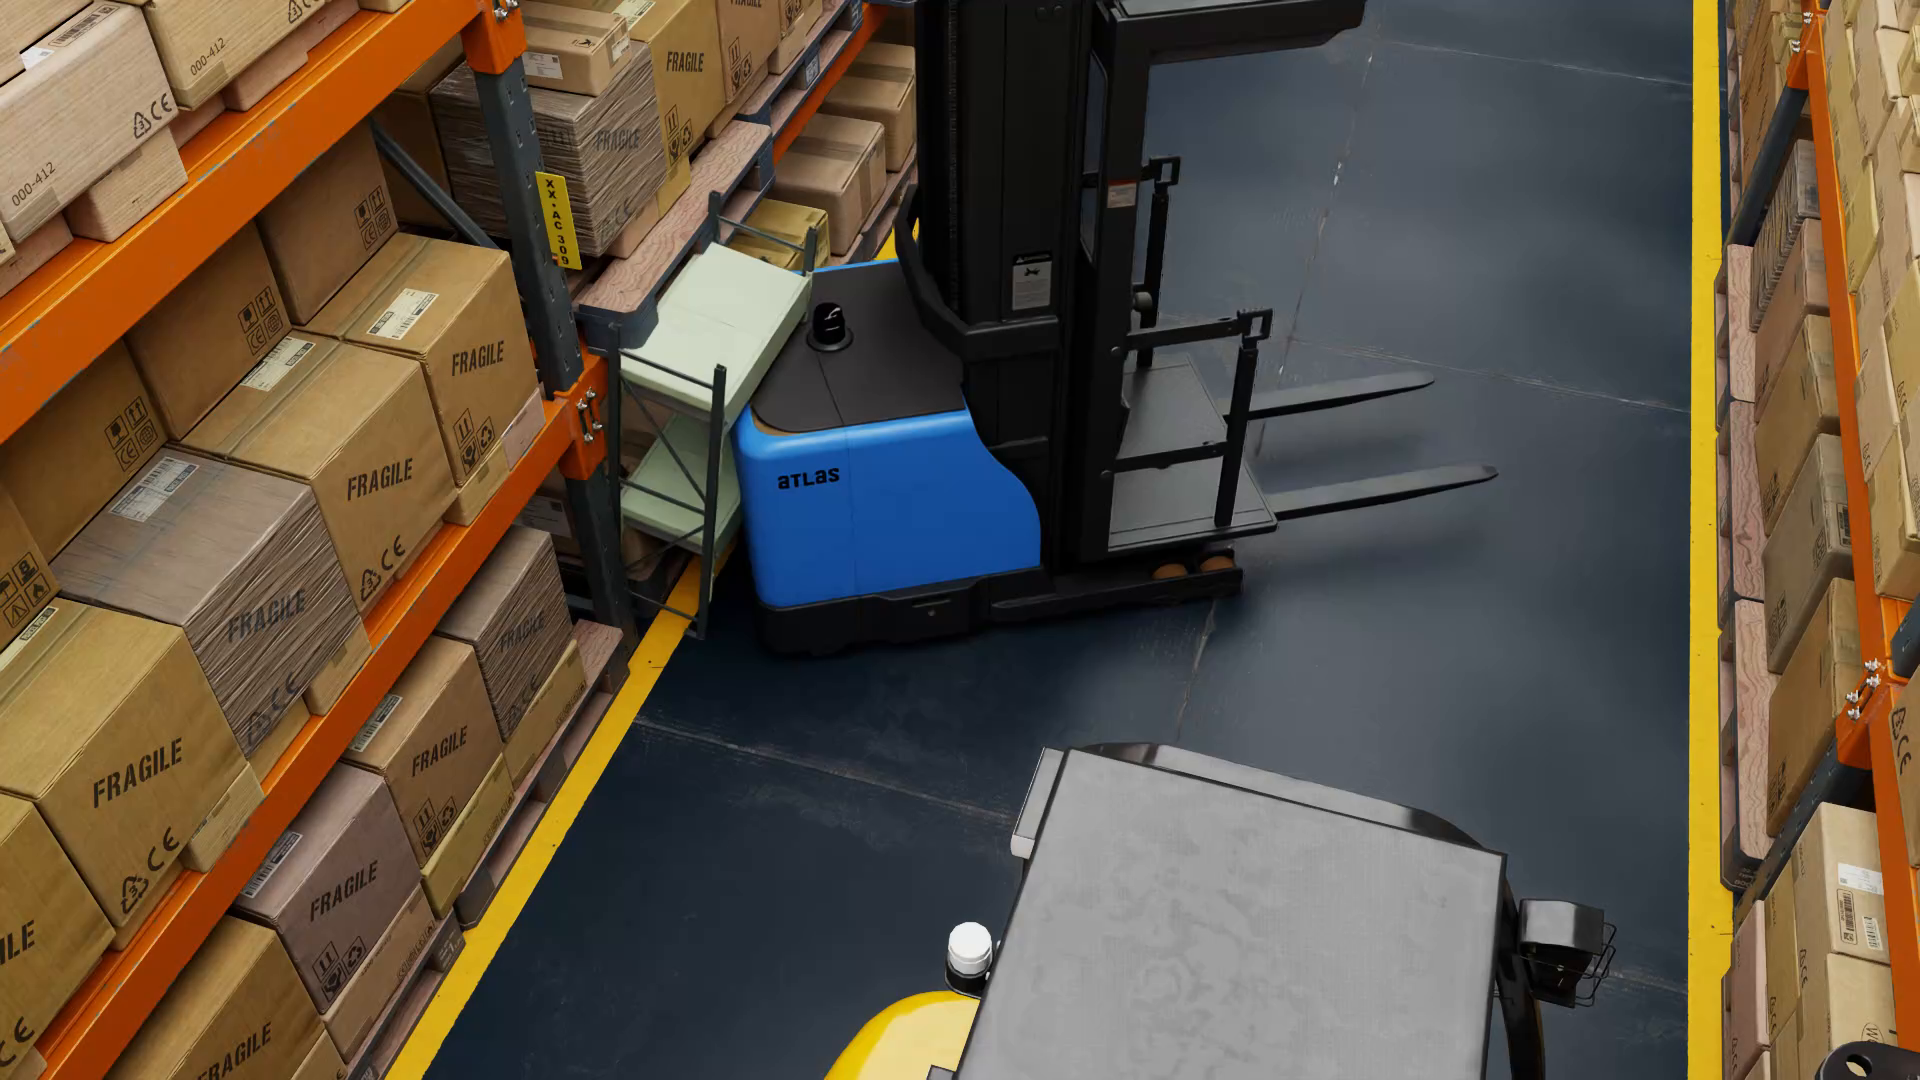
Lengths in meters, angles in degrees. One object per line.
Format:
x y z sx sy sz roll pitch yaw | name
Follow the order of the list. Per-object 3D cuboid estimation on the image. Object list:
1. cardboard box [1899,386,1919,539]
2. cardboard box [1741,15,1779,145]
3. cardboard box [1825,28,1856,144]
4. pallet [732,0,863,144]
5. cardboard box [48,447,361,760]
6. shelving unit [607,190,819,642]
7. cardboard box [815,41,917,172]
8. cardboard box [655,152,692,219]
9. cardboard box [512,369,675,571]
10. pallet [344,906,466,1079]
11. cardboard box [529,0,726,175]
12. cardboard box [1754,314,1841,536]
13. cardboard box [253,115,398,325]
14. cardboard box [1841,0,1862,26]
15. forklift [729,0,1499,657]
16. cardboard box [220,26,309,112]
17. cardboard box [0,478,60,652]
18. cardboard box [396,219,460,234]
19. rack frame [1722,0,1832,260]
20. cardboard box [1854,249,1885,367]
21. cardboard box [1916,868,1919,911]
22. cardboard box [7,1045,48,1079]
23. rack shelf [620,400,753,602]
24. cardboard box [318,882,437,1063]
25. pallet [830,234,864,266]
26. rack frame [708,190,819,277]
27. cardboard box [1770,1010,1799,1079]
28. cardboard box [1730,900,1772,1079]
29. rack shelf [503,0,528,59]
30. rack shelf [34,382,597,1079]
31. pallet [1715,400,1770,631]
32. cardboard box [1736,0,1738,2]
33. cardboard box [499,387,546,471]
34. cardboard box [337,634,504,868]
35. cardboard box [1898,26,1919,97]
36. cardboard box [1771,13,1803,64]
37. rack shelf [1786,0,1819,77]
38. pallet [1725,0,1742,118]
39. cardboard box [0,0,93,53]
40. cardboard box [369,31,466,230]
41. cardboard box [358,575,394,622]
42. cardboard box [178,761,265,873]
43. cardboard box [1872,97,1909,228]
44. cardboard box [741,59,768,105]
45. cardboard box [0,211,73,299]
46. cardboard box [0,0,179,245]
2.919 -0.207 4.566 0.500 0.250 0.500 12 46 12 | cardboard box
4.310 -2.282 8.424 0.500 0.500 0.500 12 46 12 | cardboard box
3.701 -1.735 6.485 0.500 0.250 0.500 12 46 12 | cardboard box
-1.067 -2.019 6.805 1.003 0.211 1.213 13 46 13 | pallet
-1.917 0.149 4.169 0.500 0.500 0.500 14 46 14 | cardboard box
-0.914 -0.406 6.027 0.431 1.500 0.755 21 51 5 | shelving unit
-0.687 -2.252 8.485 0.950 0.372 0.625 10 45 10 | cardboard box
-1.165 -1.275 5.788 0.380 0.149 0.250 13 46 13 | cardboard box
-1.561 -0.310 6.501 0.950 0.372 0.625 13 46 13 | cardboard box
-2.255 1.519 5.047 1.003 0.211 1.213 13 46 13 | pallet
-1.151 -1.627 5.684 0.500 0.500 0.500 13 46 13 | cardboard box
3.629 -0.369 6.380 0.875 0.625 0.625 11 45 11 | cardboard box
-2.057 -1.001 4.629 0.700 0.500 0.500 12 46 12 | cardboard box
3.834 -2.253 6.657 0.500 0.250 0.500 12 46 12 | cardboard box
0.626 -1.147 5.827 3.031 2.935 1.130 -9 45 -9 | forklift
-1.737 -1.131 3.796 0.380 0.149 0.250 13 46 13 | cardboard box
-2.482 0.030 3.575 0.700 0.500 0.500 12 46 12 | cardboard box
-1.825 -1.211 5.722 0.380 0.149 0.250 13 46 13 | cardboard box
4.225 -2.366 7.024 1.000 3.000 0.127 13 46 13 | rack frame
3.244 -0.699 5.427 0.500 0.250 0.500 13 46 13 | cardboard box
2.489 0.855 3.660 0.500 0.500 0.500 13 46 13 | cardboard box
-2.241 1.154 3.605 0.380 0.149 0.250 14 46 14 | cardboard box
-0.966 -0.207 6.280 0.431 0.370 0.720 21 51 5 | rack shelf
-1.951 1.230 5.014 0.500 0.250 0.500 13 46 13 | cardboard box
-1.116 -1.088 7.710 1.003 0.211 1.213 13 46 13 | pallet
-0.790 -0.664 6.256 0.400 1.500 0.023 21 51 5 | rack frame
2.423 1.547 4.333 0.500 0.250 0.500 12 46 12 | cardboard box
2.552 1.385 4.856 0.500 0.250 0.500 13 46 13 | cardboard box
-1.112 -2.897 5.936 1.077 0.370 4.000 13 46 13 | rack shelf
-2.323 0.841 4.260 1.077 0.370 4.000 13 46 13 | rack shelf
3.568 -0.019 6.618 1.003 0.211 1.213 13 46 13 | pallet
4.769 -3.326 9.491 0.500 0.500 0.500 11 45 11 | cardboard box
-1.524 -0.380 5.174 0.380 0.149 0.250 12 46 12 | cardboard box
-1.793 0.606 5.115 0.500 0.500 0.500 13 46 13 | cardboard box
3.467 -1.621 5.727 0.380 0.149 0.250 13 46 13 | cardboard box
4.187 -2.426 8.108 0.380 0.149 0.250 10 45 10 | cardboard box
4.831 -3.442 8.638 1.077 0.370 4.000 13 46 13 | rack shelf
4.859 -2.670 9.328 1.003 0.211 1.213 13 46 13 | pallet
-1.906 -1.061 3.155 0.380 0.149 0.250 12 46 12 | cardboard box
-1.796 -1.398 5.449 0.500 0.500 0.500 12 46 12 | cardboard box
-1.835 0.108 4.675 0.380 0.149 0.250 12 46 12 | cardboard box
-1.978 0.641 4.130 0.380 0.149 0.250 13 46 13 | cardboard box
3.399 -1.223 5.605 0.500 0.250 0.500 13 46 13 | cardboard box
-0.958 -1.808 6.332 0.380 0.149 0.250 13 46 13 | cardboard box
-2.007 -0.619 3.272 0.380 0.149 0.250 13 46 13 | cardboard box
-1.915 -0.849 3.223 0.500 0.250 0.500 12 46 12 | cardboard box
